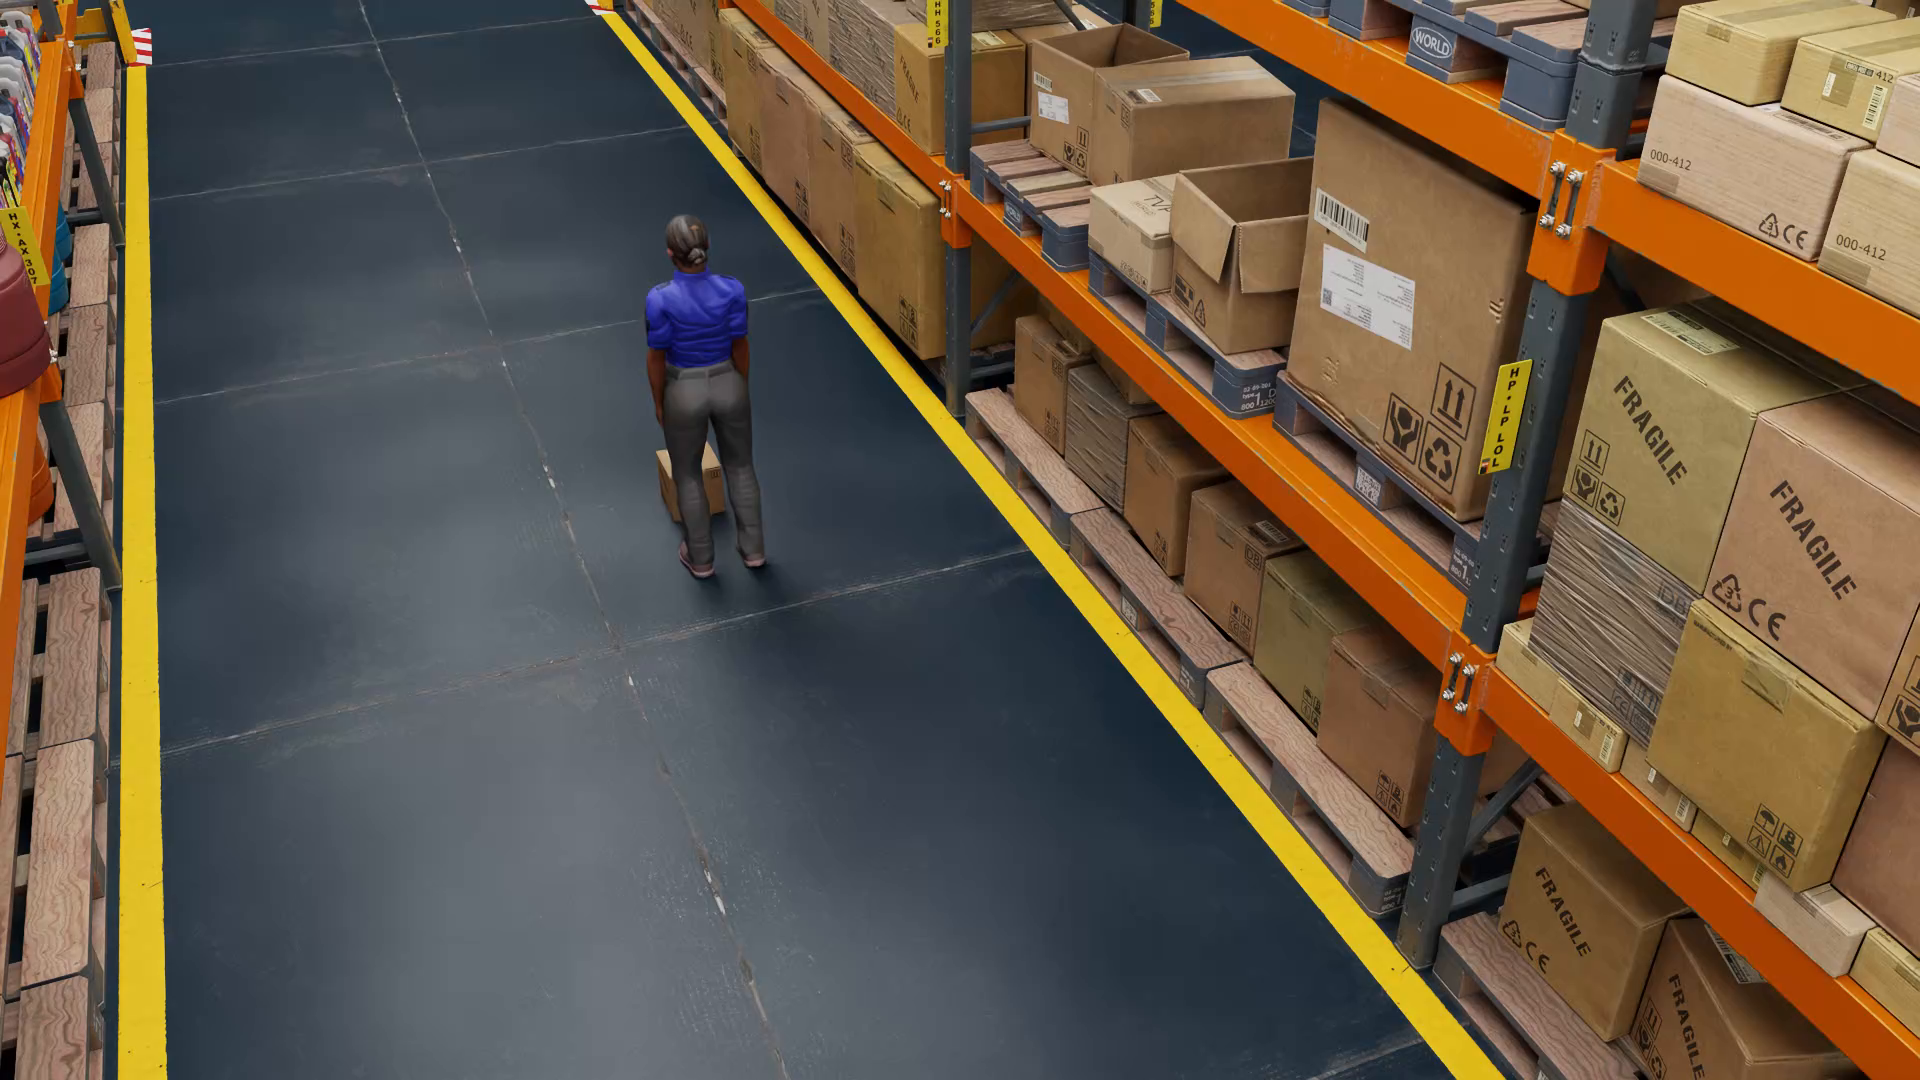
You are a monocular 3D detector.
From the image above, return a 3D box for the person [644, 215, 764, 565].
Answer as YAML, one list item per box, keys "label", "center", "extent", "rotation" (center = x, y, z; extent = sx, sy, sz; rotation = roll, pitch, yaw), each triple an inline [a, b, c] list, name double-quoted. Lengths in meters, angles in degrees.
- label: "person"
  center: [-1.093, -0.629, 7.027]
  extent: [0.437, 1.580, 0.292]
  rotation: [-12, 36, -18]
